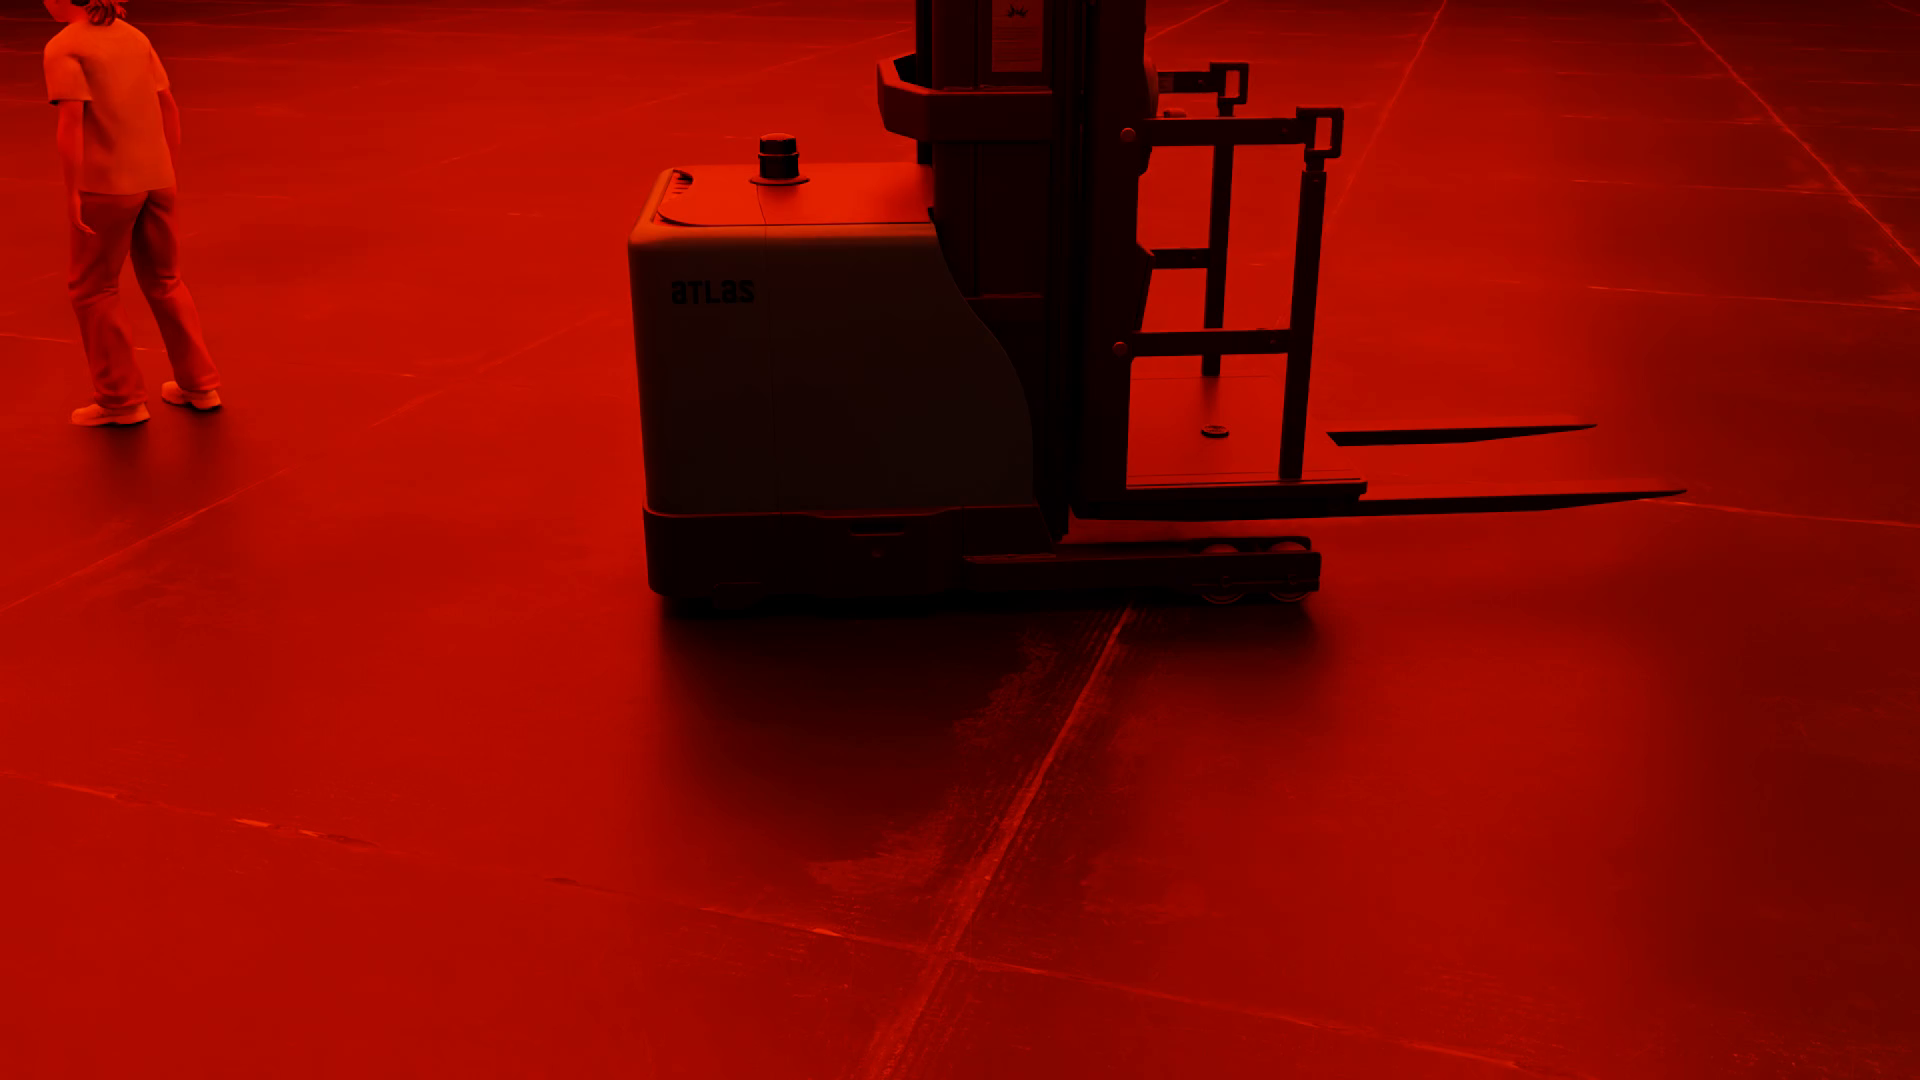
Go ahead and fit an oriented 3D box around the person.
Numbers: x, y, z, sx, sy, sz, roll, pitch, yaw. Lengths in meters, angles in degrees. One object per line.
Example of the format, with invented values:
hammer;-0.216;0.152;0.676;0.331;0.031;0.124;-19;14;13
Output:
person;-3.048;-1.253;5.989;0.404;1.681;0.521;10;24;22

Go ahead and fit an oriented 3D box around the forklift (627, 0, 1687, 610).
forklift;0.606;-1.374;4.608;3.031;2.935;1.130;-2;23;-4
